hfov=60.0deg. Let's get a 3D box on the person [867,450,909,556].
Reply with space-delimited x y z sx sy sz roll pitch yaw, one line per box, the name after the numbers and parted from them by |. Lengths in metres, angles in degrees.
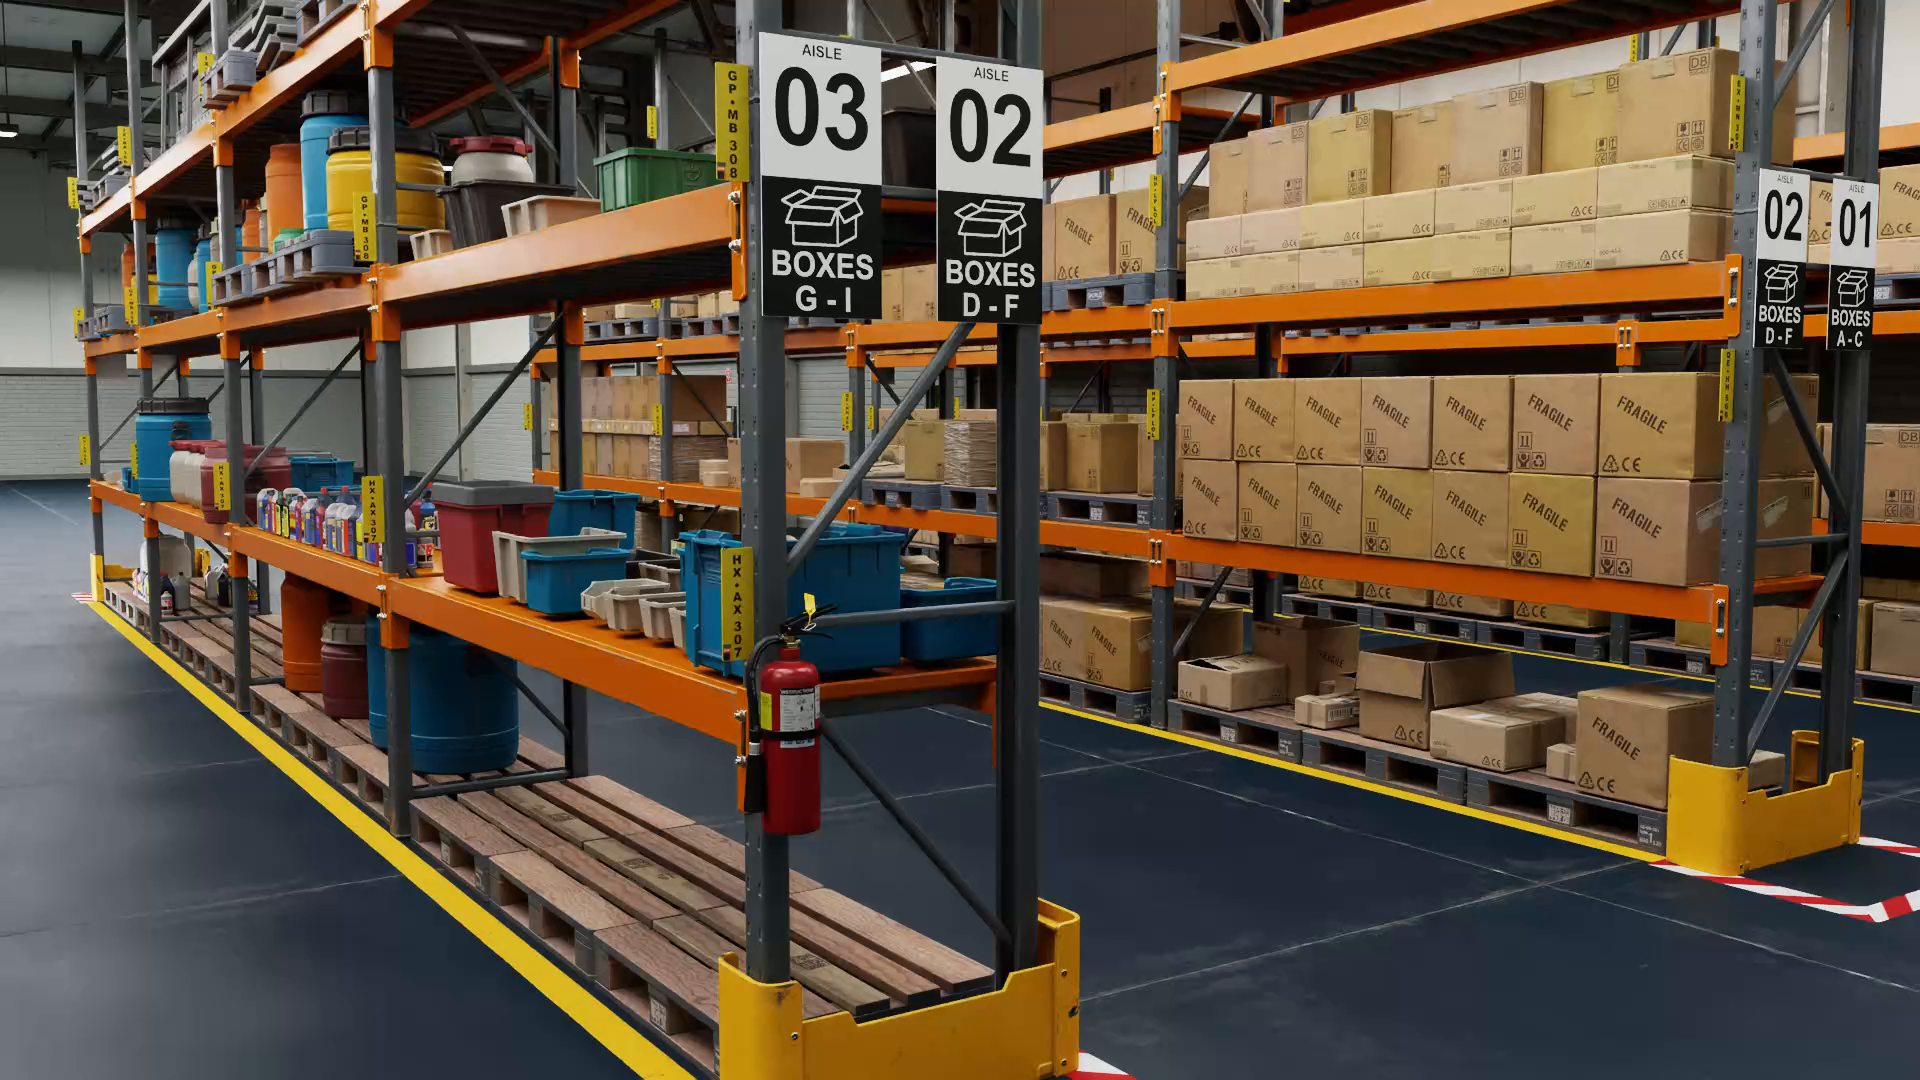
-0.793 -0.142 17.804 0.498 1.656 0.450 -3 6 -34 | person
